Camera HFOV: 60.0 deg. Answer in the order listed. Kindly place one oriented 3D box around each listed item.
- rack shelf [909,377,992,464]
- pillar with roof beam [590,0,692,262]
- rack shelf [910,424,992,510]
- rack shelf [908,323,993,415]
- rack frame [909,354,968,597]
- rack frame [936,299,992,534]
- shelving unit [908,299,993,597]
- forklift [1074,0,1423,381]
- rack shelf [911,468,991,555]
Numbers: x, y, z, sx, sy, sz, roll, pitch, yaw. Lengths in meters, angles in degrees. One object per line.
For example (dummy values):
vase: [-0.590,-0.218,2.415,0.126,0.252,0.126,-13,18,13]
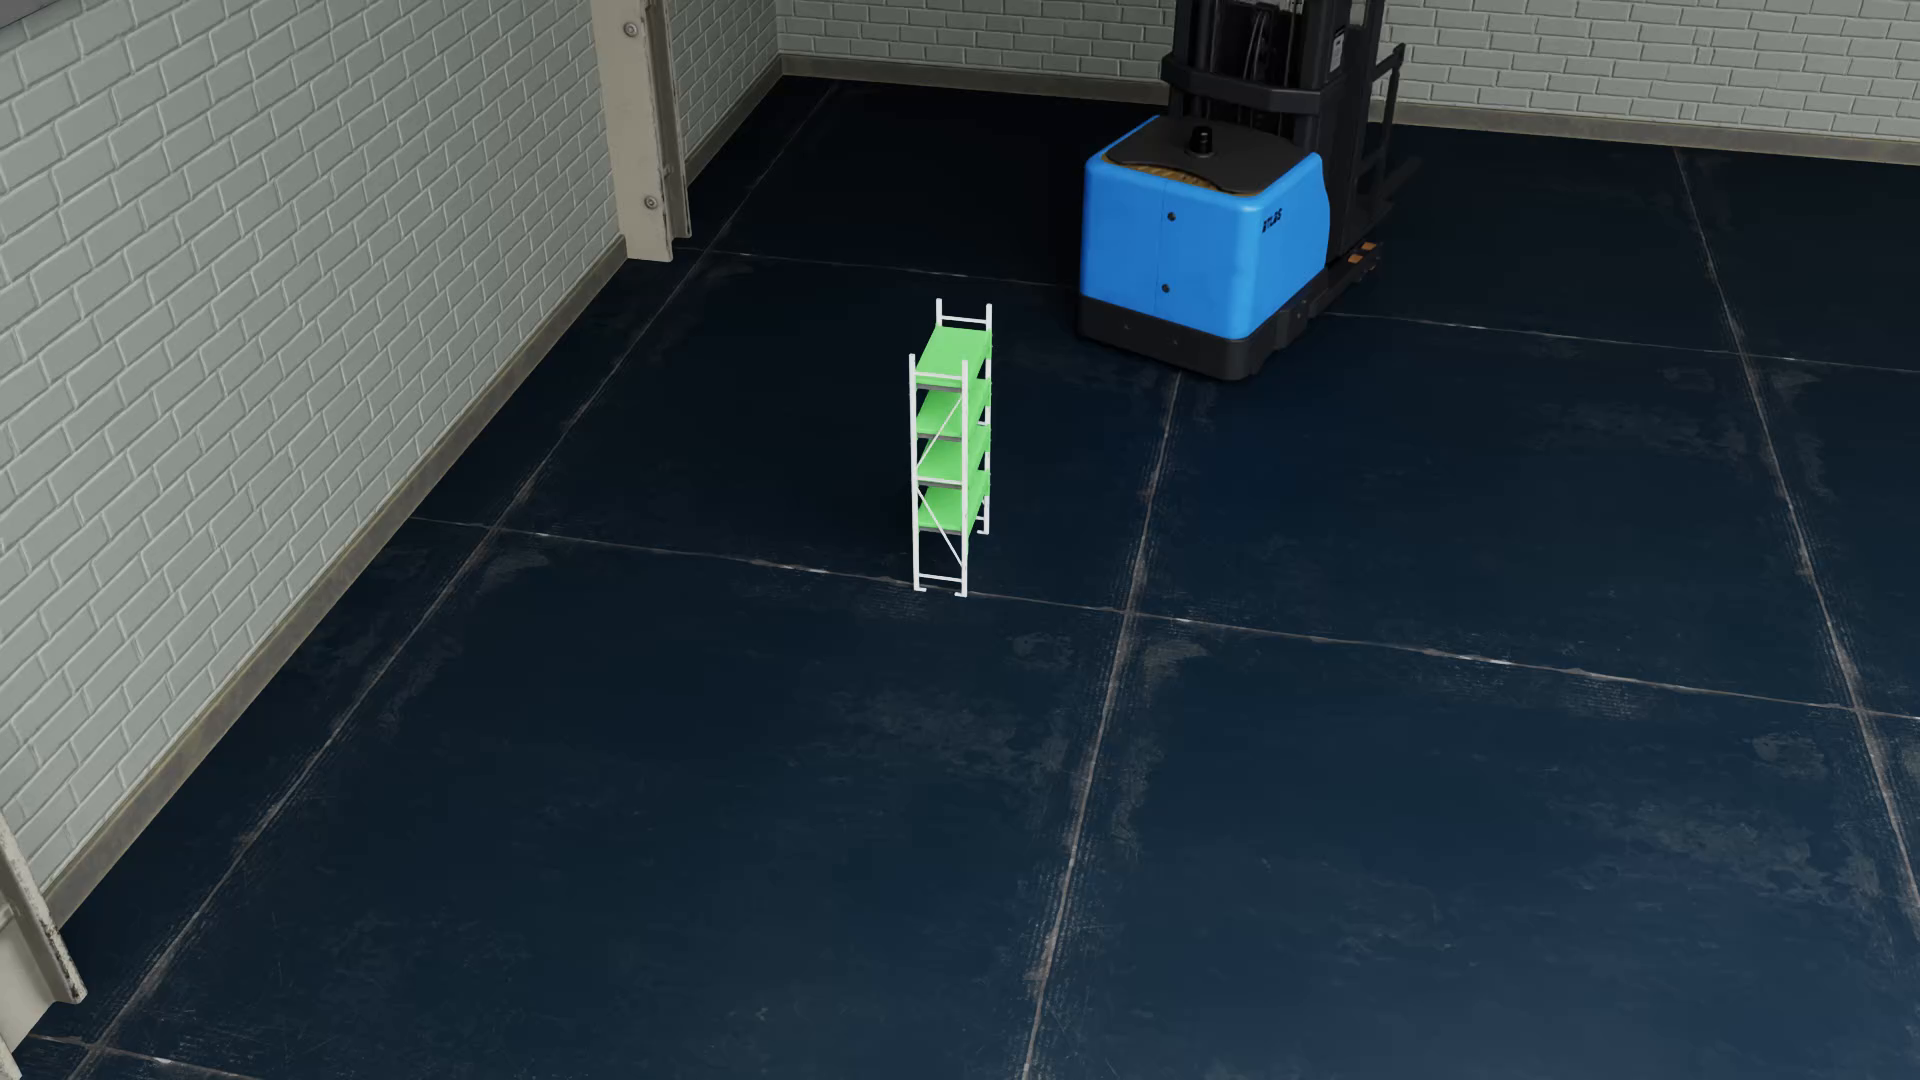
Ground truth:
rack shelf: [-0.035,-0.534,7.164,0.258,0.148,0.480,7,37,10]
pillar with roof beam: [2.341,-4.920,6.870,9.100,9.000,0.400,7,37,10]
rack shelf: [-0.035,-0.339,7.304,0.258,0.148,0.480,7,37,10]
rack shelf: [-0.035,-0.728,7.023,0.258,0.148,0.480,7,37,10]
rack frame: [-0.087,-0.251,7.074,0.240,1.200,0.015,7,37,10]
rack frame: [0.017,-0.531,7.460,0.240,1.200,0.015,7,37,10]
shelving unit: [-0.035,-0.391,7.267,0.258,1.200,0.503,7,37,10]
forklift: [1.877,-2.854,9.191,1.130,2.935,3.031,22,41,27]
rack shelf: [-0.035,-0.145,7.445,0.258,0.148,0.480,7,37,10]
